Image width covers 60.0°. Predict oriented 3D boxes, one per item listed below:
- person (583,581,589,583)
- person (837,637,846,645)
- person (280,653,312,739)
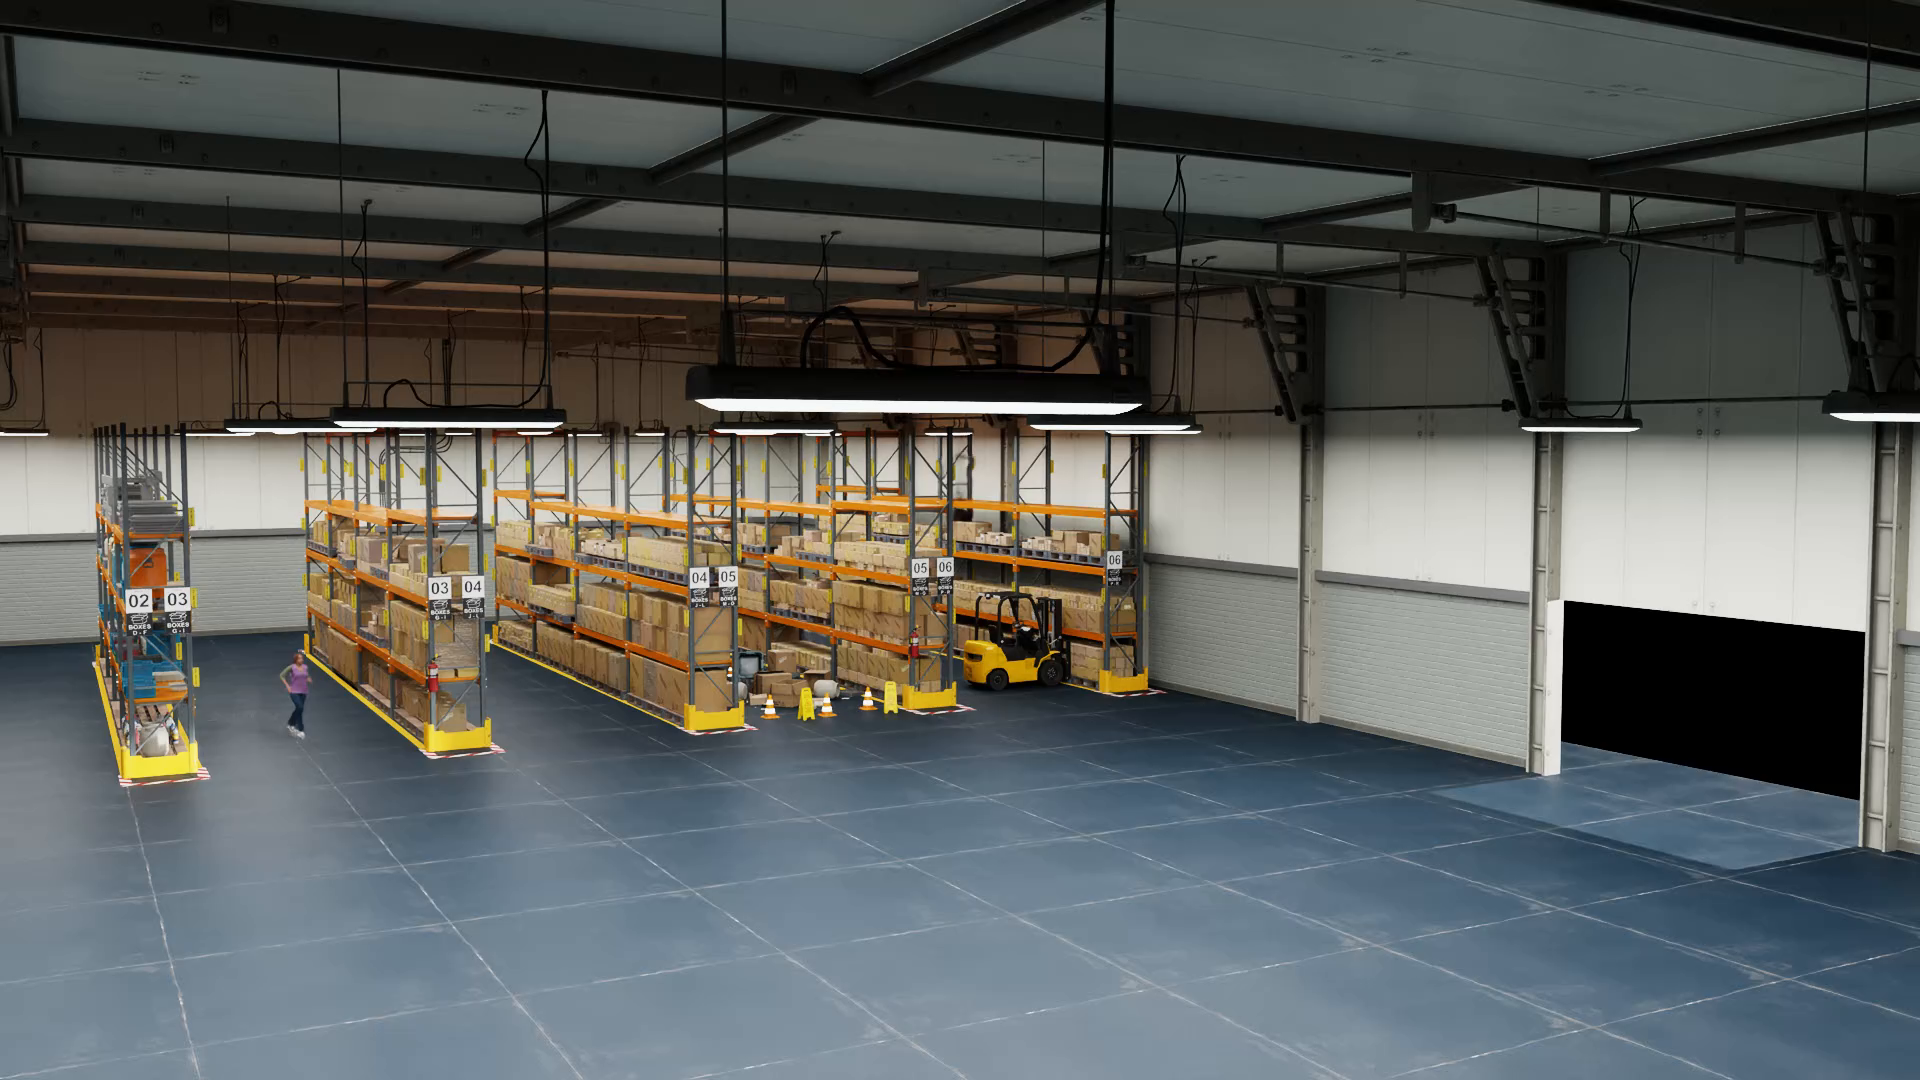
[{"bbox_3d":[-10.606,1.995,47.786,0.686,1.650,0.619,2,4,27],"label":"person"},{"bbox_3d":[-2.983,2.227,43.621,0.721,1.788,0.917,-2,4,-33],"label":"person"},{"bbox_3d":[-12.746,2.986,32.016,0.736,1.647,0.522,2,4,35],"label":"person"}]
